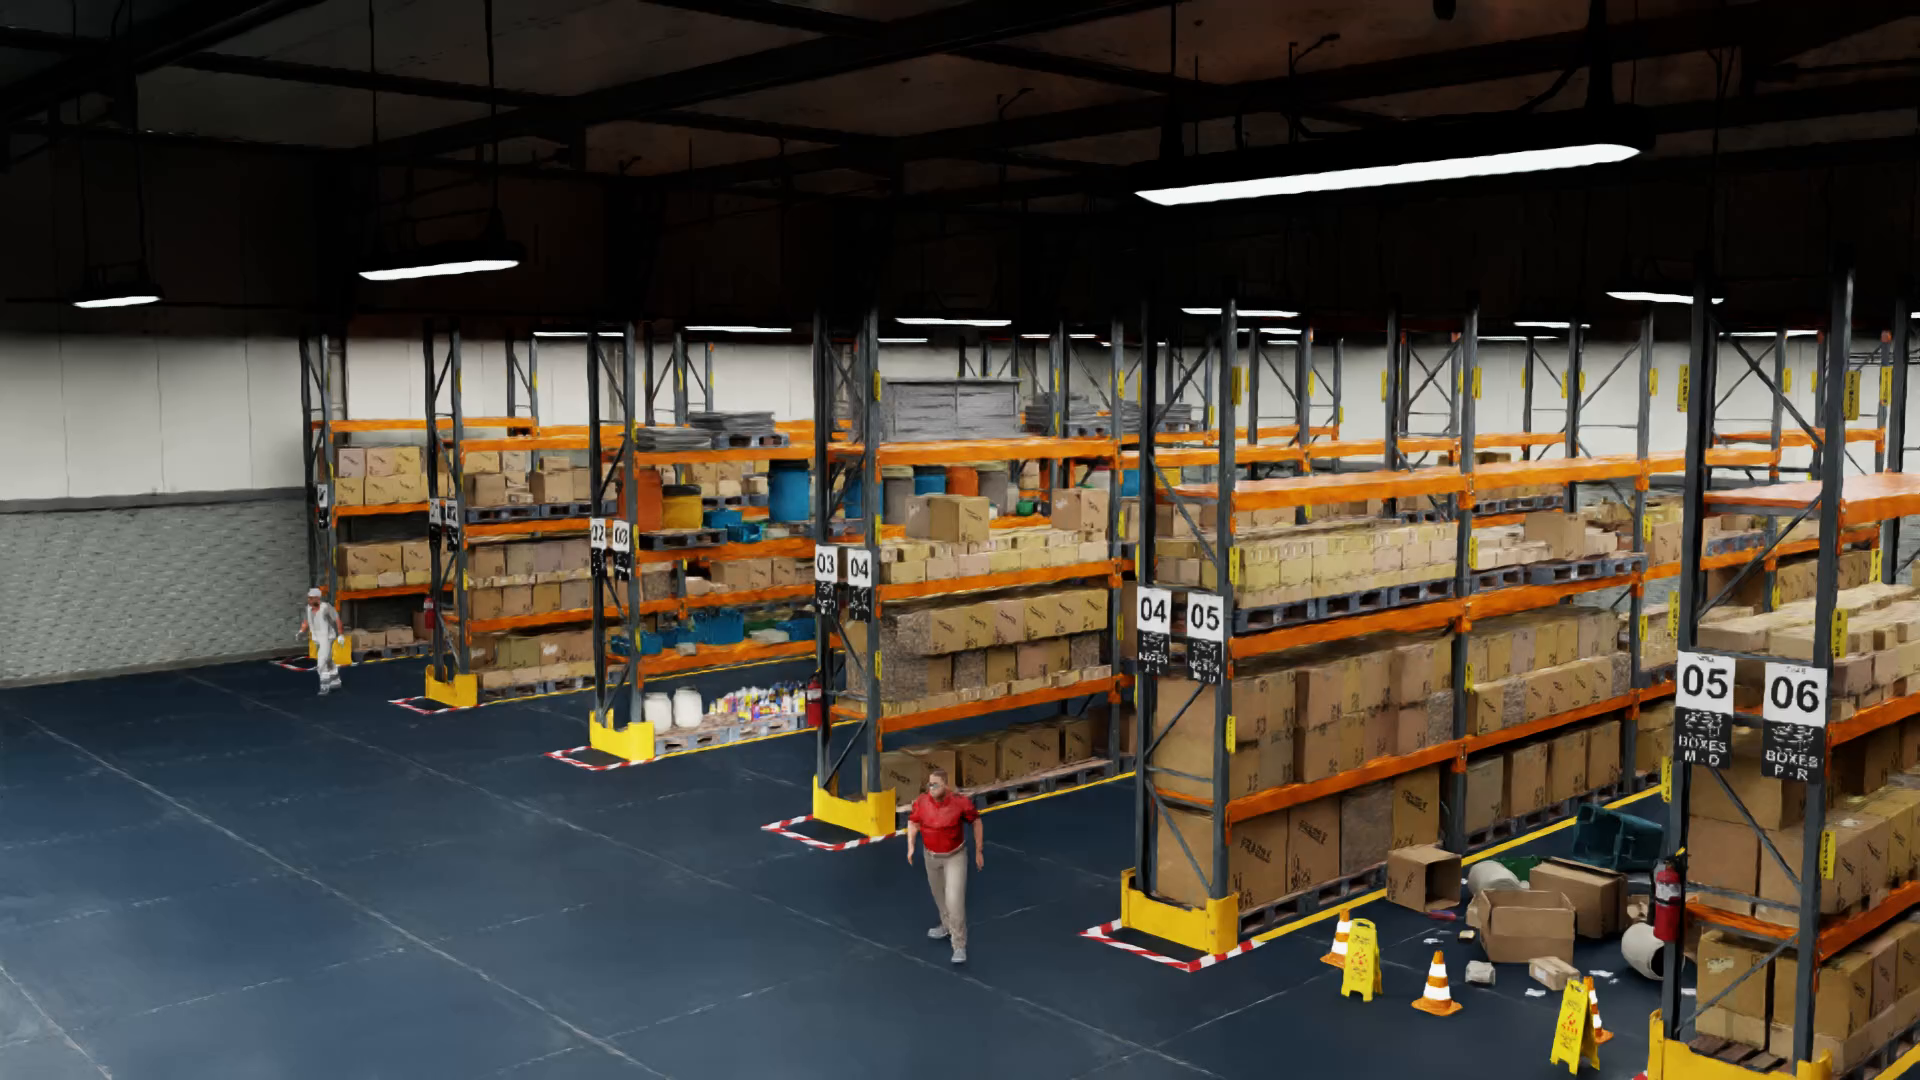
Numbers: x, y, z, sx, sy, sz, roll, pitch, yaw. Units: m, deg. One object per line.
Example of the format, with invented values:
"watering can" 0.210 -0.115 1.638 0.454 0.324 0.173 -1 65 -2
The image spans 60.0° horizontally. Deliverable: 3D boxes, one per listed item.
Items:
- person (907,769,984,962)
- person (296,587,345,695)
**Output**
"person" -0.111 2.836 14.844 0.706 1.662 0.822 3 7 29
"person" -10.228 1.602 26.734 0.688 1.719 0.817 3 7 30
